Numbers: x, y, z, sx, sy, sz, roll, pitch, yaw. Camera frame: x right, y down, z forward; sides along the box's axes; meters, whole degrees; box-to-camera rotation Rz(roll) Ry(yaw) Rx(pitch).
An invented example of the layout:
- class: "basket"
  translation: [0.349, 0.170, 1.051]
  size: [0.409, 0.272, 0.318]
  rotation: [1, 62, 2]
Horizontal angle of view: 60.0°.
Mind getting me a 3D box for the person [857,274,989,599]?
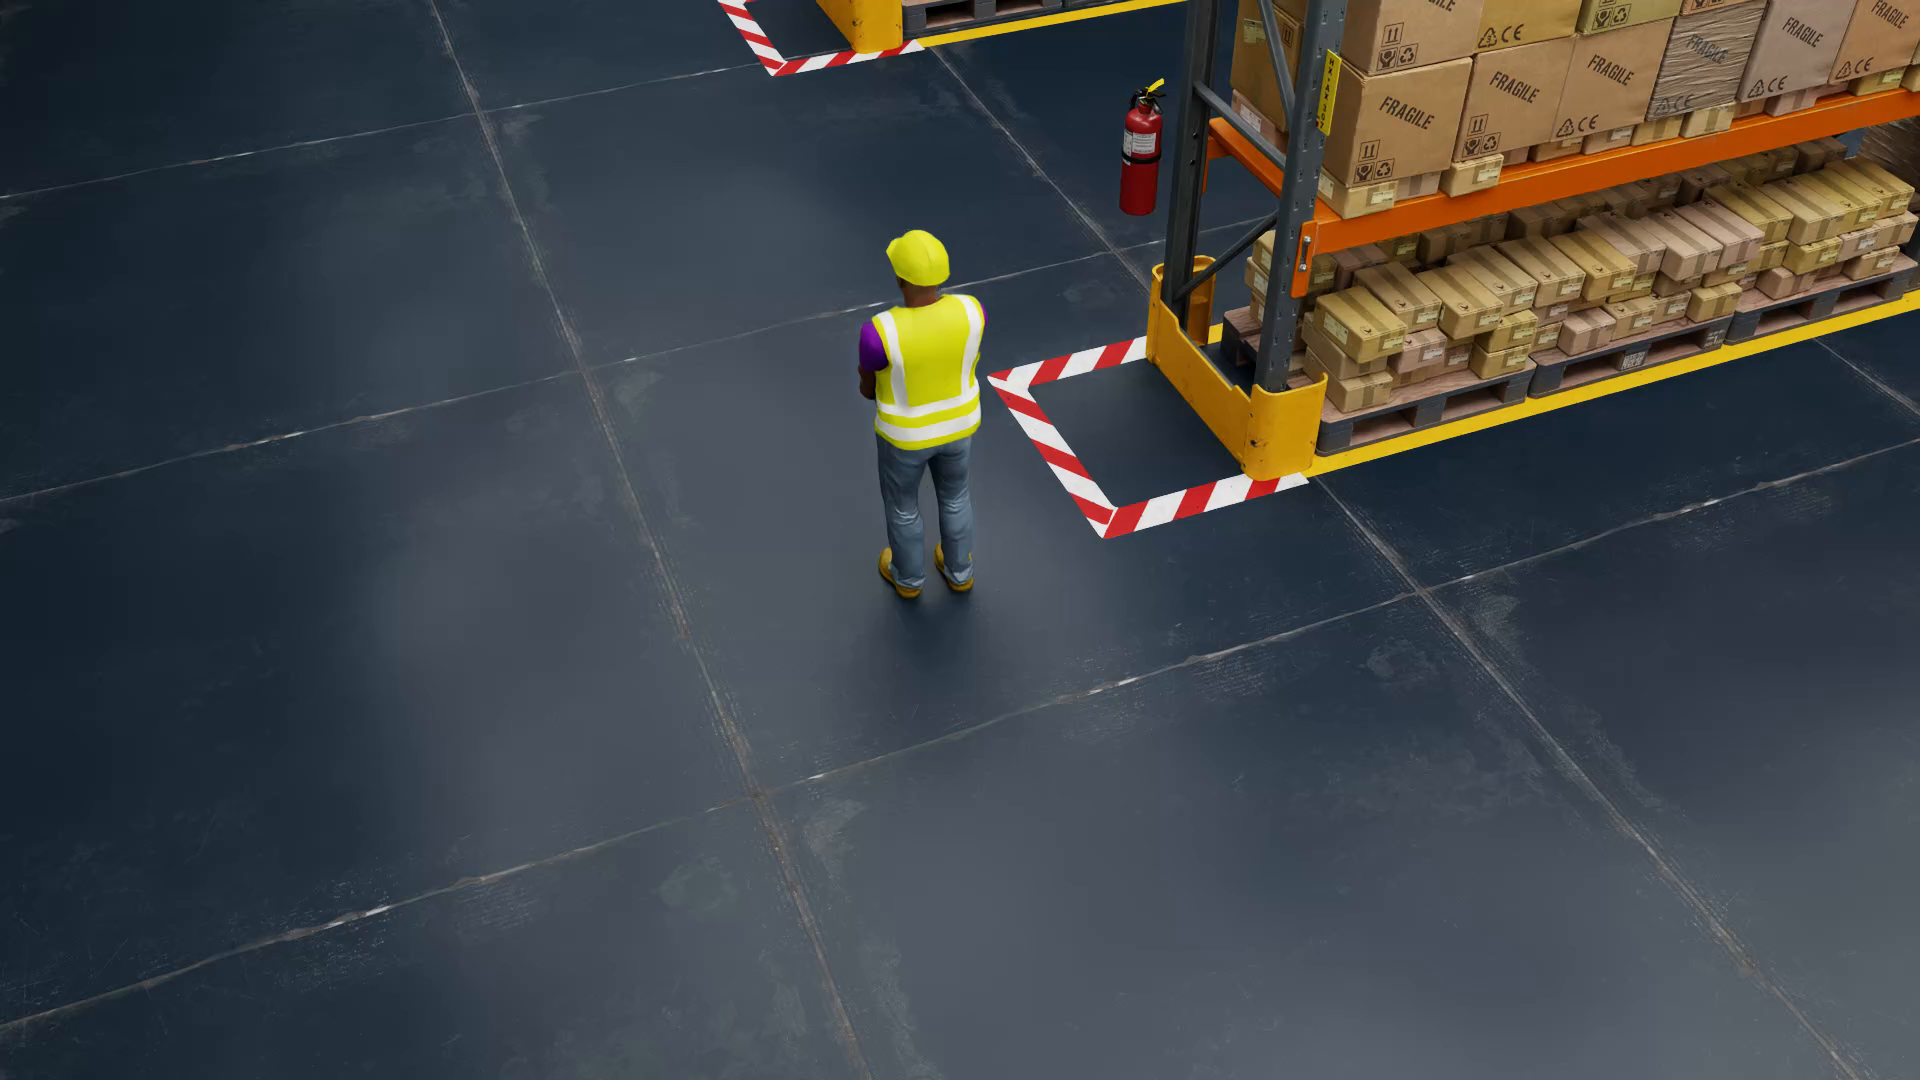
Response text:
- class: "person"
  translation: [-0.186, -0.513, 6.750]
  size: [0.505, 1.726, 0.555]
  rotation: [-16, 44, -17]
